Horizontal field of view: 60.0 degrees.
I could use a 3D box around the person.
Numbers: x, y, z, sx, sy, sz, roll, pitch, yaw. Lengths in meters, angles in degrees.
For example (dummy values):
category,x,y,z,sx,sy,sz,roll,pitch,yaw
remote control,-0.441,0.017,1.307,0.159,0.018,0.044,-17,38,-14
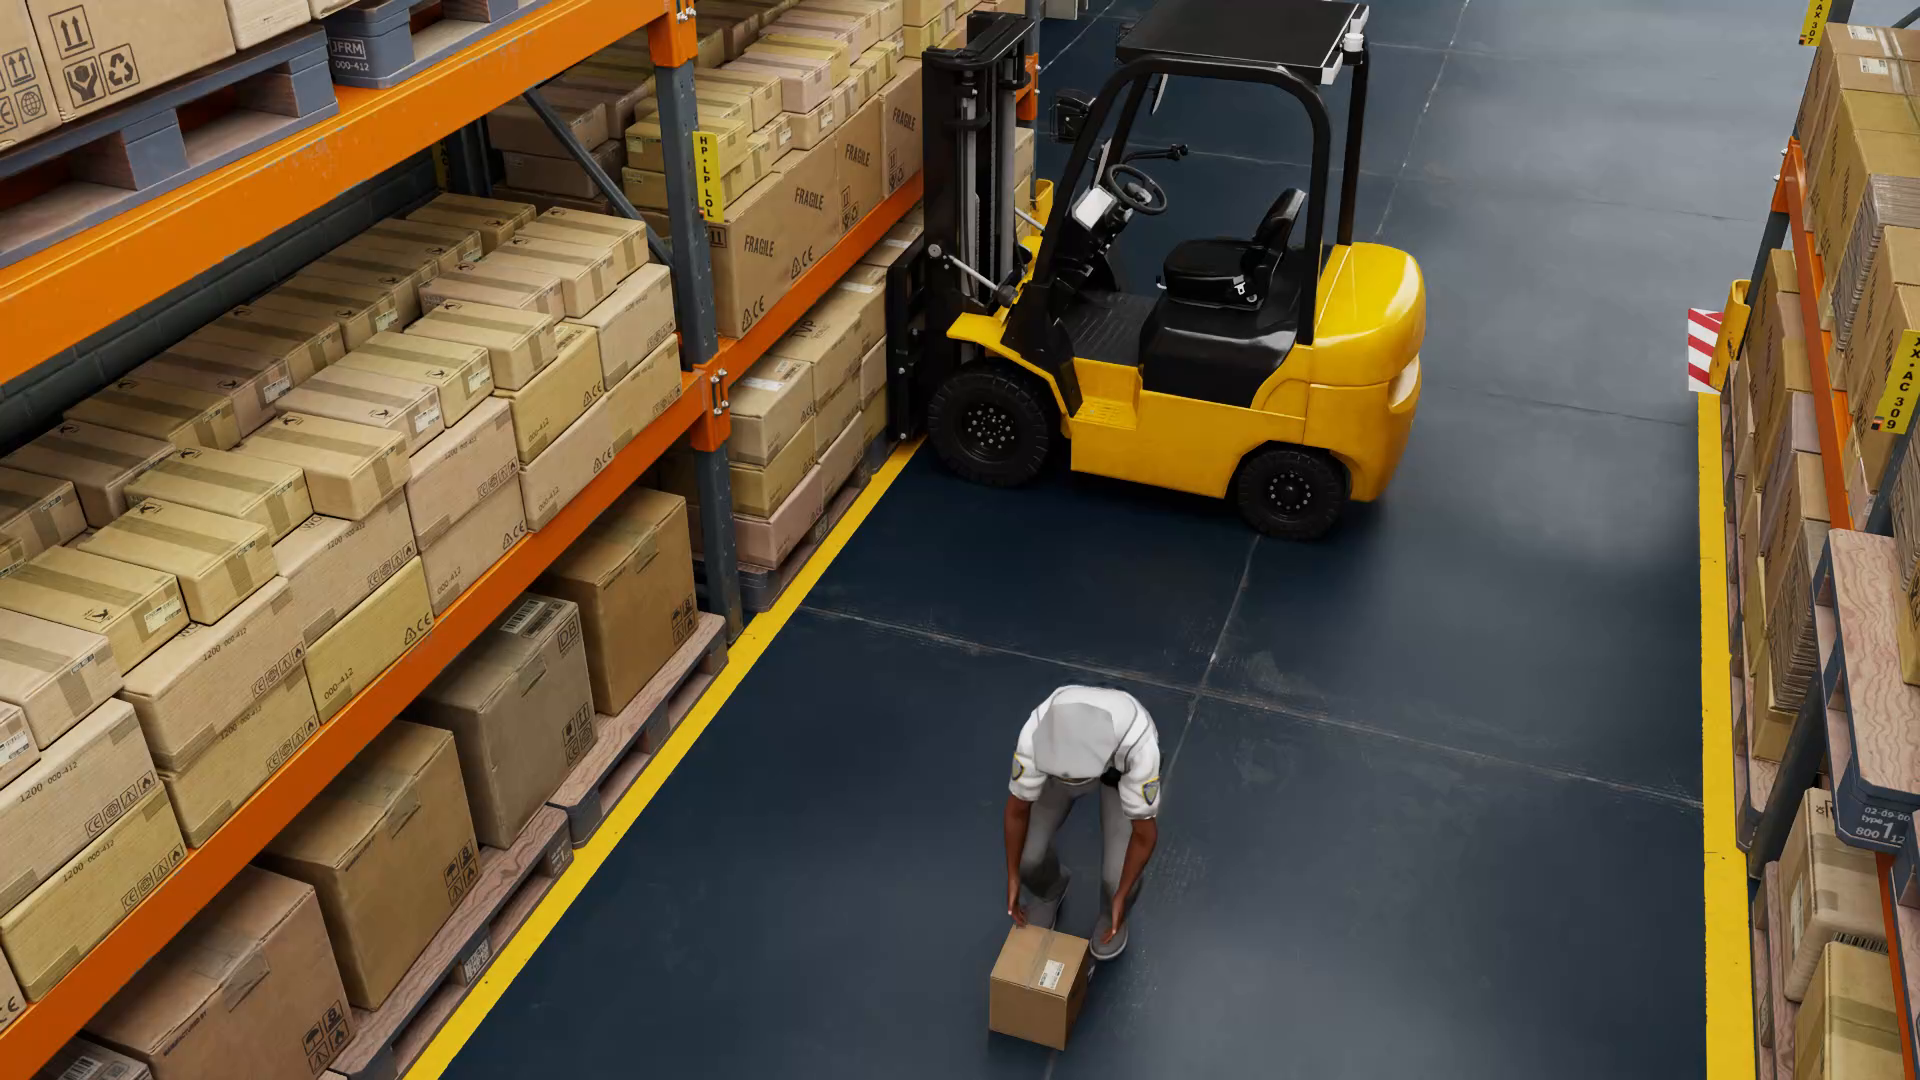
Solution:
category,x,y,z,sx,sy,sz,roll,pitch,yaw
person,0.415,0.857,5.303,0.495,1.162,0.811,11,35,16
